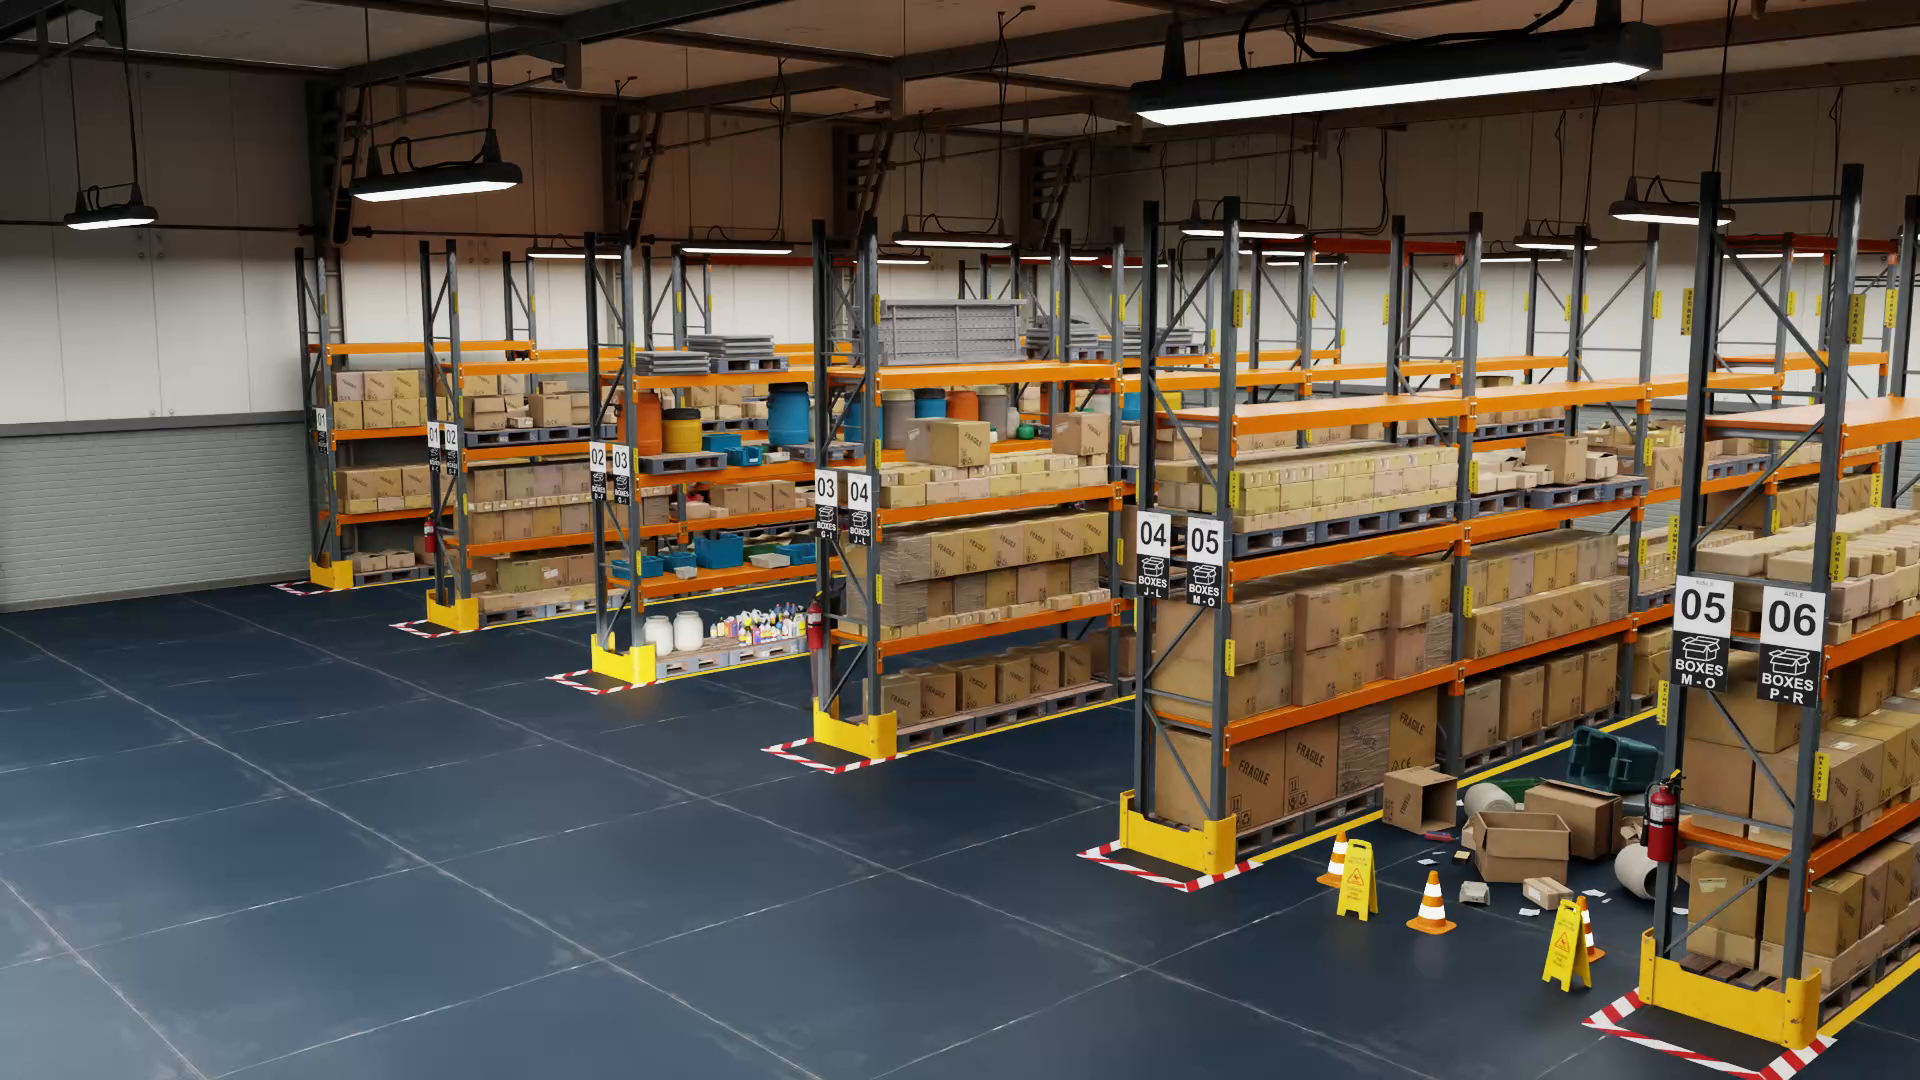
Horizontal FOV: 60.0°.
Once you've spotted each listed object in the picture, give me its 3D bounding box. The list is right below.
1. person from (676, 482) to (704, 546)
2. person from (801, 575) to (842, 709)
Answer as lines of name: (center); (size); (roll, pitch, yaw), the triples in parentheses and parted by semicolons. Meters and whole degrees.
person: (-5.075, -0.252, 31.217); (0.548, 1.723, 0.622); (-1, 8, -5)
person: (-1.731, 1.242, 20.984); (0.413, 1.714, 0.578); (5, 10, 31)
